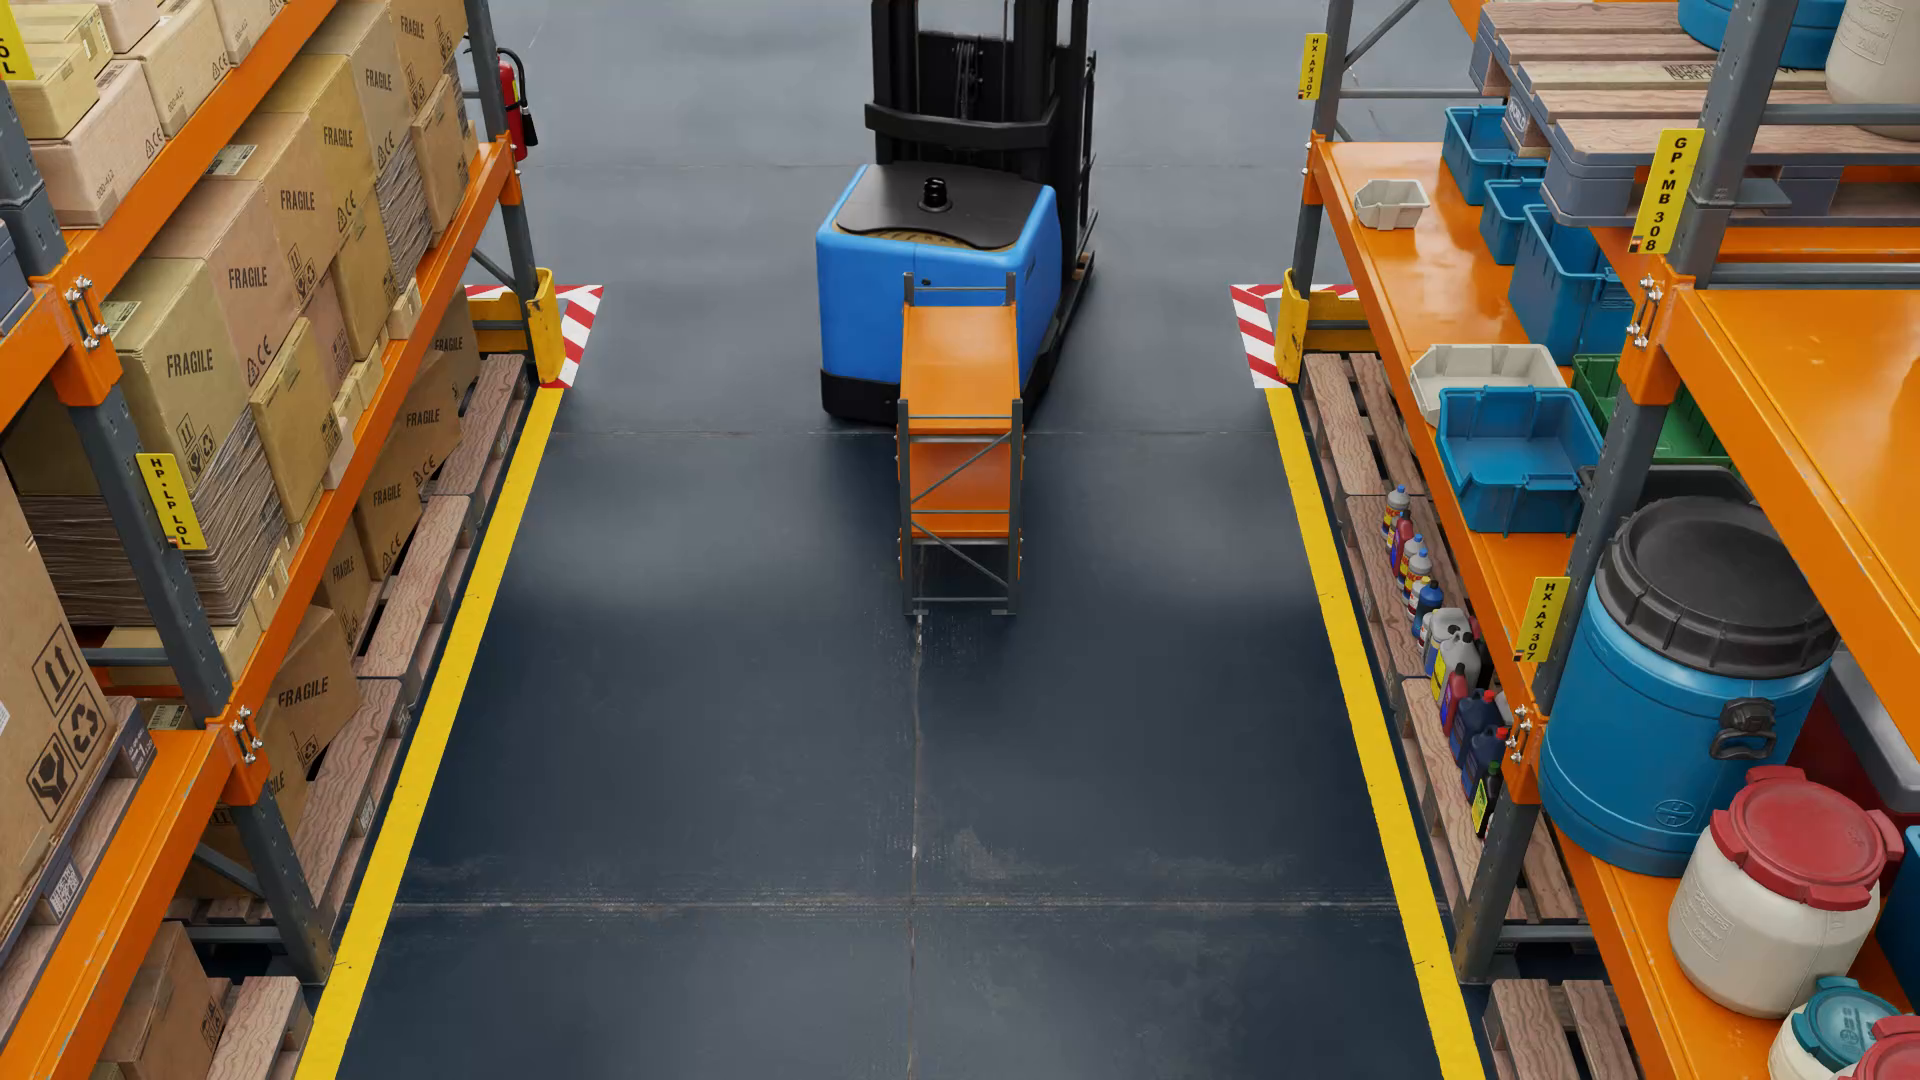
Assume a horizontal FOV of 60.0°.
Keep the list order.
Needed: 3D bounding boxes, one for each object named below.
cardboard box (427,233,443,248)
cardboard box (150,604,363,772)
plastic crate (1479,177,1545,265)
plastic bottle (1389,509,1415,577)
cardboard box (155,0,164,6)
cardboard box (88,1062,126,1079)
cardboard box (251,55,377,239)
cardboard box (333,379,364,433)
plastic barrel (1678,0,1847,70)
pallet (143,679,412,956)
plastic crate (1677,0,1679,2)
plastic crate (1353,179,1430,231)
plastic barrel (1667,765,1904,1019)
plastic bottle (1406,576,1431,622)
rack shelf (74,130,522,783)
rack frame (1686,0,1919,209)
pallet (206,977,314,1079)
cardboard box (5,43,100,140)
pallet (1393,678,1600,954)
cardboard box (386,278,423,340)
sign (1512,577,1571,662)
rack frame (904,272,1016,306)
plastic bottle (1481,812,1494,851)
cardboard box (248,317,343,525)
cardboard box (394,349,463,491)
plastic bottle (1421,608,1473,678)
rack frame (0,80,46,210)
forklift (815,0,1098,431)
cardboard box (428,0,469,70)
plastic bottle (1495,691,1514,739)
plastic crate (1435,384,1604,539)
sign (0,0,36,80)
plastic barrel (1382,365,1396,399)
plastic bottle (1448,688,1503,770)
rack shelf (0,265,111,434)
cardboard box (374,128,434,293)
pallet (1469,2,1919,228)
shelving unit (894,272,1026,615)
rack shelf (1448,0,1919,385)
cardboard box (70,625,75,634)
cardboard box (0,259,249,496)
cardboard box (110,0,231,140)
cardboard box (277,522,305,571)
[{"bbox_3d":[-2.474,-1.404,7.305,0.380,0.149,0.250,0,39,0],"label":"cardboard box"},{"bbox_3d":[-2.681,0.555,6.322,0.500,0.500,0.500,12,40,14],"label":"cardboard box"},{"bbox_3d":[2.531,-1.376,7.188,0.499,0.251,0.408,0,39,0],"label":"plastic crate"},{"bbox_3d":[1.908,0.011,7.158,0.061,0.283,0.133,1,39,1],"label":"plastic bottle"},{"bbox_3d":[-2.495,-1.609,4.762,0.380,0.149,0.250,1,39,1],"label":"cardboard box"},{"bbox_3d":[-2.751,1.838,4.705,0.700,0.500,0.500,0,39,0],"label":"cardboard box"},{"bbox_3d":[-2.472,-1.413,5.997,0.500,0.500,0.500,0,39,0],"label":"cardboard box"},{"bbox_3d":[-2.438,-0.466,6.134,0.380,0.149,0.250,0,39,0],"label":"cardboard box"},{"bbox_3d":[2.347,-1.804,4.467,0.600,0.901,0.708,0,39,0],"label":"plastic barrel"},{"bbox_3d":[-2.748,1.020,6.308,1.003,0.211,1.213,0,39,0],"label":"pallet"},{"bbox_3d":[2.511,-1.726,5.276,0.336,0.188,0.450,0,39,0],"label":"plastic crate"},{"bbox_3d":[1.915,-1.490,7.422,0.298,0.136,0.250,0,39,0],"label":"plastic crate"},{"bbox_3d":[2.022,0.894,4.127,0.433,0.535,0.433,0,39,0],"label":"plastic barrel"},{"bbox_3d":[1.927,0.240,6.938,0.097,0.201,0.097,0,39,0],"label":"plastic bottle"},{"bbox_3d":[-2.715,-0.618,6.698,1.077,0.370,4.000,0,39,0],"label":"rack shelf"},{"bbox_3d":[2.241,-1.993,3.041,1.000,3.000,0.127,0,39,0],"label":"rack frame"},{"bbox_3d":[-2.710,1.927,5.177,1.003,0.211,1.213,0,39,0],"label":"pallet"},{"bbox_3d":[-2.405,-1.119,4.150,0.380,0.149,0.250,-1,39,-1],"label":"cardboard box"},{"bbox_3d":[2.282,1.016,6.313,1.003,0.211,1.213,0,39,0],"label":"pallet"},{"bbox_3d":[-2.403,-0.935,6.720,0.380,0.149,0.250,0,39,0],"label":"cardboard box"},{"bbox_3d":[1.690,0.234,4.838,0.100,0.325,0.005,0,39,0],"label":"sign"},{"bbox_3d":[-0.001,-0.753,7.790,0.500,1.125,0.032,0,39,0],"label":"rack frame"},{"bbox_3d":[1.929,1.042,5.937,0.097,0.201,0.097,0,39,0],"label":"plastic bottle"},{"bbox_3d":[-2.616,-0.397,5.529,0.875,0.500,0.500,0,39,0],"label":"cardboard box"},{"bbox_3d":[-2.698,-0.574,7.730,0.500,0.500,0.500,10,40,12],"label":"cardboard box"},{"bbox_3d":[1.955,0.413,6.662,0.152,0.276,0.135,1,39,1],"label":"plastic bottle"},{"bbox_3d":[-2.712,-1.989,3.036,1.000,3.000,0.127,0,39,0],"label":"rack frame"},{"bbox_3d":[0.153,-2.569,8.612,1.130,2.935,3.031,9,40,11],"label":"forklift"},{"bbox_3d":[-2.469,-2.351,7.168,0.500,0.500,0.500,0,39,0],"label":"cardboard box"},{"bbox_3d":[2.100,0.701,6.303,0.152,0.276,0.135,0,39,0],"label":"plastic bottle"},{"bbox_3d":[1.968,-0.286,5.827,0.499,0.251,0.616,0,39,0],"label":"plastic crate"},{"bbox_3d":[-2.157,-1.177,3.693,0.100,0.325,0.005,0,39,0],"label":"sign"},{"bbox_3d":[2.313,-0.935,8.171,0.421,0.512,0.421,0,39,0],"label":"plastic barrel"},{"bbox_3d":[1.951,0.688,6.260,0.144,0.351,0.185,-2,39,-2],"label":"plastic bottle"},{"bbox_3d":[-2.710,0.713,2.639,1.077,0.370,4.000,0,39,0],"label":"rack shelf"},{"bbox_3d":[-2.666,-1.335,6.700,0.875,0.500,0.500,0,39,0],"label":"cardboard box"},{"bbox_3d":[2.142,-1.200,4.601,1.213,0.211,1.003,0,39,0],"label":"pallet"},{"bbox_3d":[0.000,-0.435,7.393,0.538,1.125,1.048,0,39,0],"label":"shelving unit"},{"bbox_3d":[2.238,-1.792,5.764,1.077,0.370,4.000,0,39,0],"label":"rack shelf"},{"bbox_3d":[-3.007,0.316,5.158,0.380,0.149,0.250,0,39,0],"label":"cardboard box"},{"bbox_3d":[-2.459,-0.475,4.827,0.500,0.500,0.500,0,39,0],"label":"cardboard box"},{"bbox_3d":[-2.462,-1.373,4.785,0.500,0.250,0.500,0,39,0],"label":"cardboard box"},{"bbox_3d":[-2.427,0.003,5.549,0.380,0.149,0.250,0,39,0],"label":"cardboard box"}]
